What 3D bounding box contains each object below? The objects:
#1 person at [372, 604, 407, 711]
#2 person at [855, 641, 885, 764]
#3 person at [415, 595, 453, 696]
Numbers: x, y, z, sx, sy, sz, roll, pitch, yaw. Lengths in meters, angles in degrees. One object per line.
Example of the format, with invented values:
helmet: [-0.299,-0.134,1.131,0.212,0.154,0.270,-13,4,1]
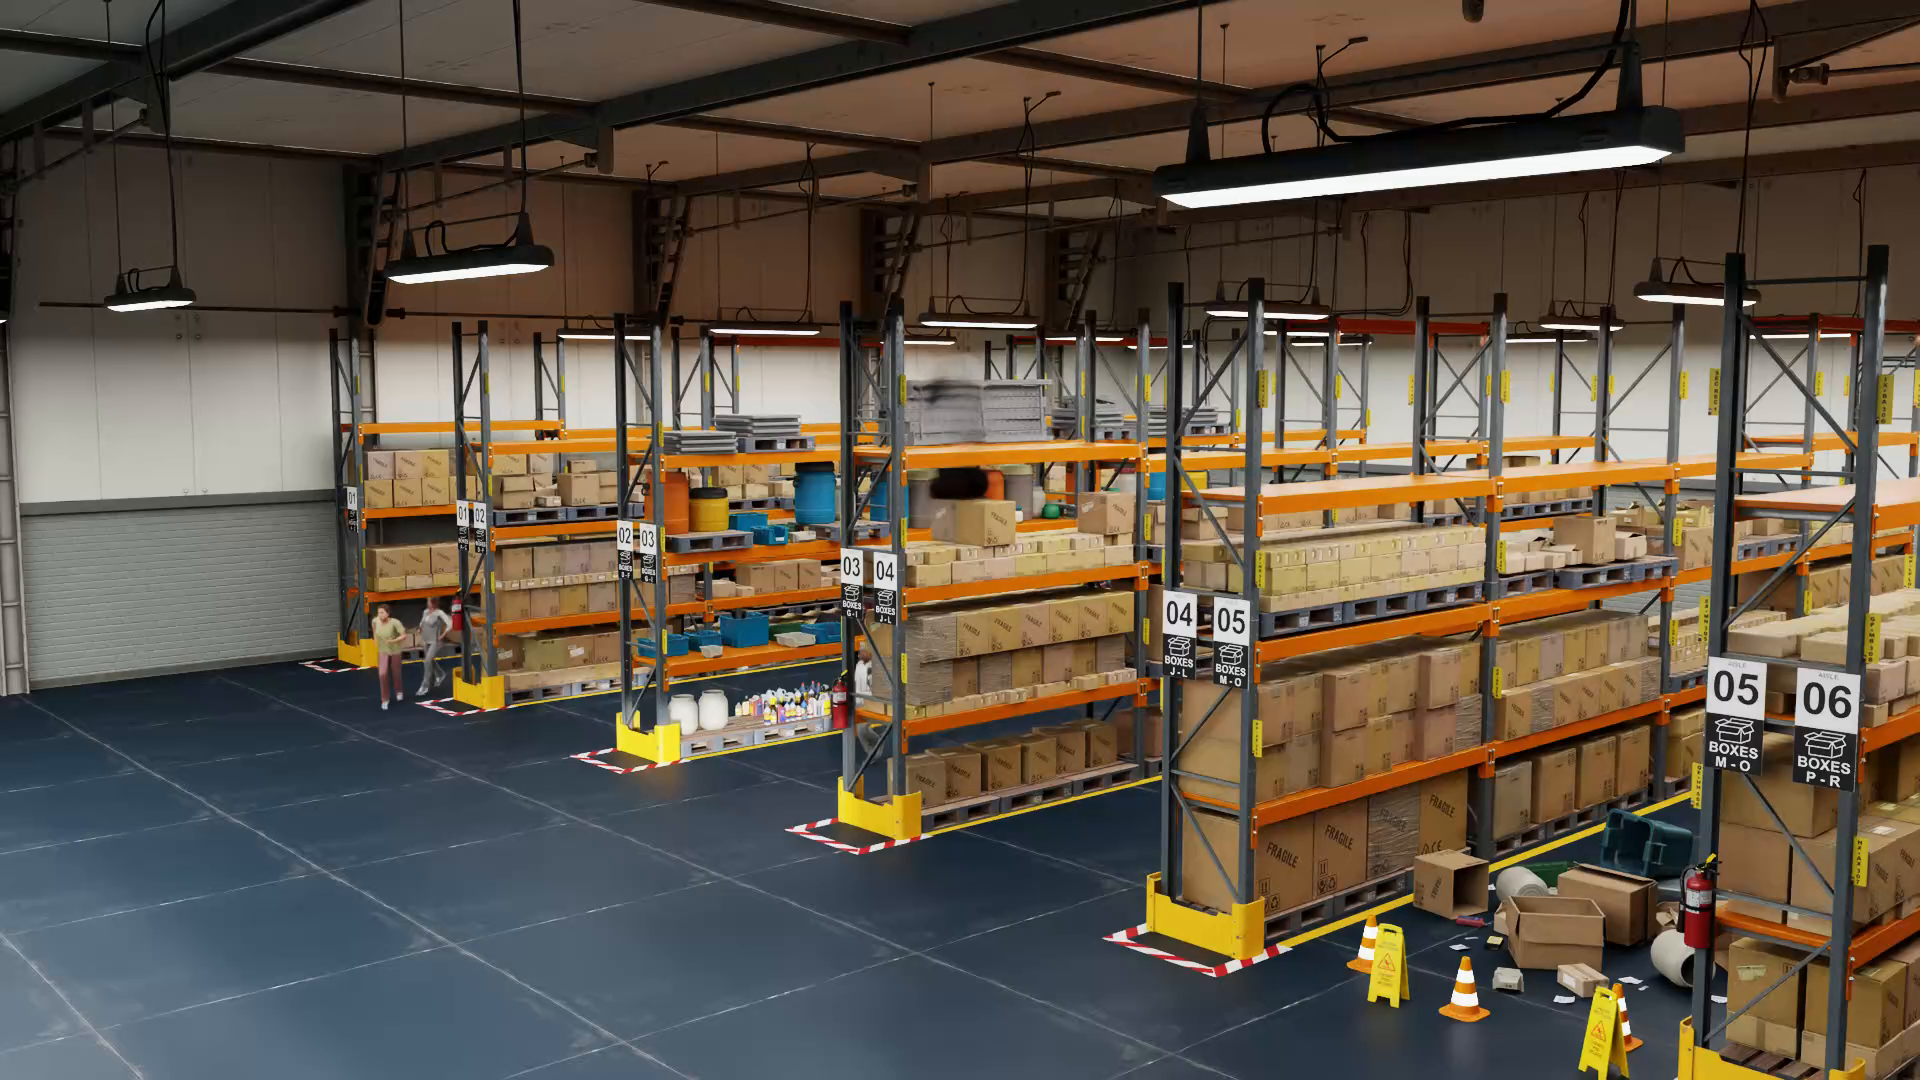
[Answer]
person: [-8.888,1.808,26.010,0.602,1.684,0.876,0,6,-1]
person: [-1.255,2.165,22.016,0.561,1.661,0.562,4,7,34]
person: [-8.576,1.690,27.097,0.562,1.605,0.779,3,6,27]
